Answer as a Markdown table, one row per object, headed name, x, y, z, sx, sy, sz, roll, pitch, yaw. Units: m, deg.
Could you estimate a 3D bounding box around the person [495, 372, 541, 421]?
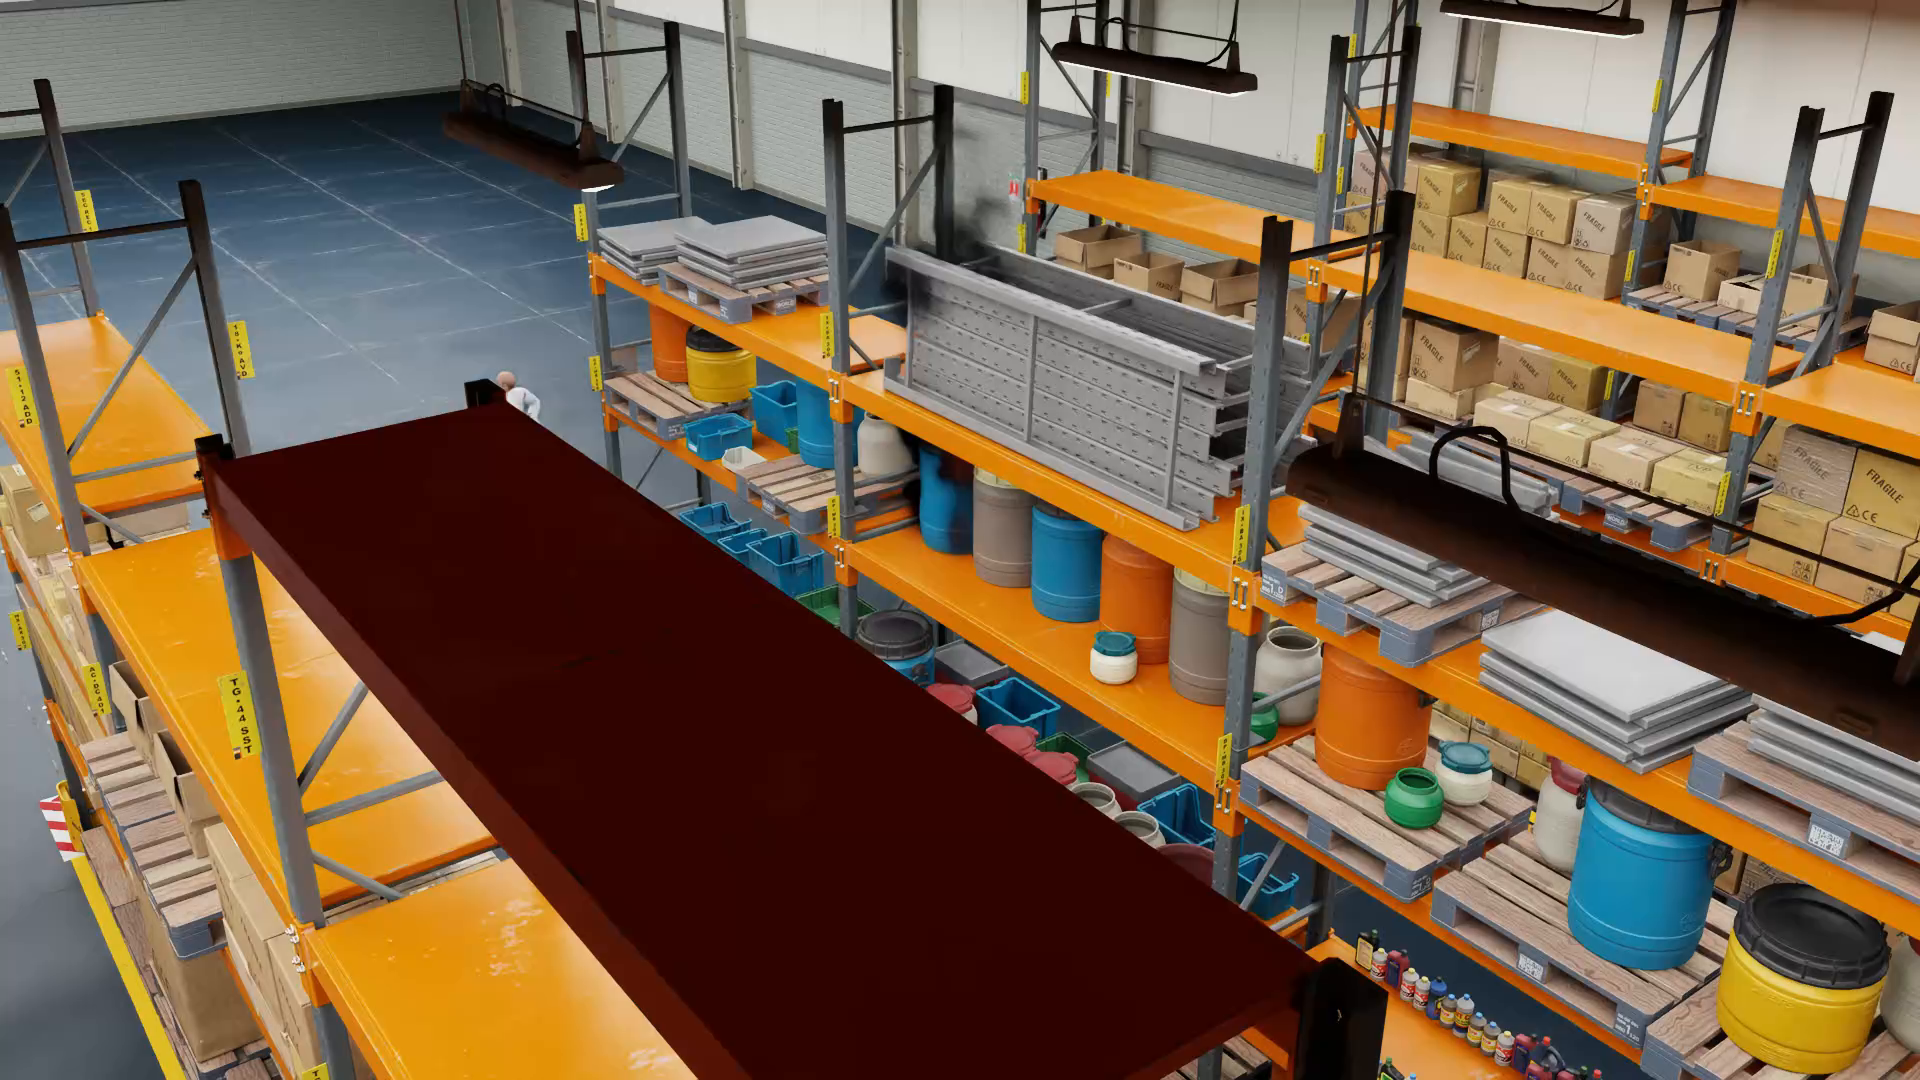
| name | x | y | z | sx | sy | sz | roll | pitch | yaw |
| --- | --- | --- | --- | --- | --- | --- | --- | --- | --- |
| person | -5.089 | -1.020 | 19.201 | 0.872 | 1.752 | 0.688 | -3 | 25 | -8 |
